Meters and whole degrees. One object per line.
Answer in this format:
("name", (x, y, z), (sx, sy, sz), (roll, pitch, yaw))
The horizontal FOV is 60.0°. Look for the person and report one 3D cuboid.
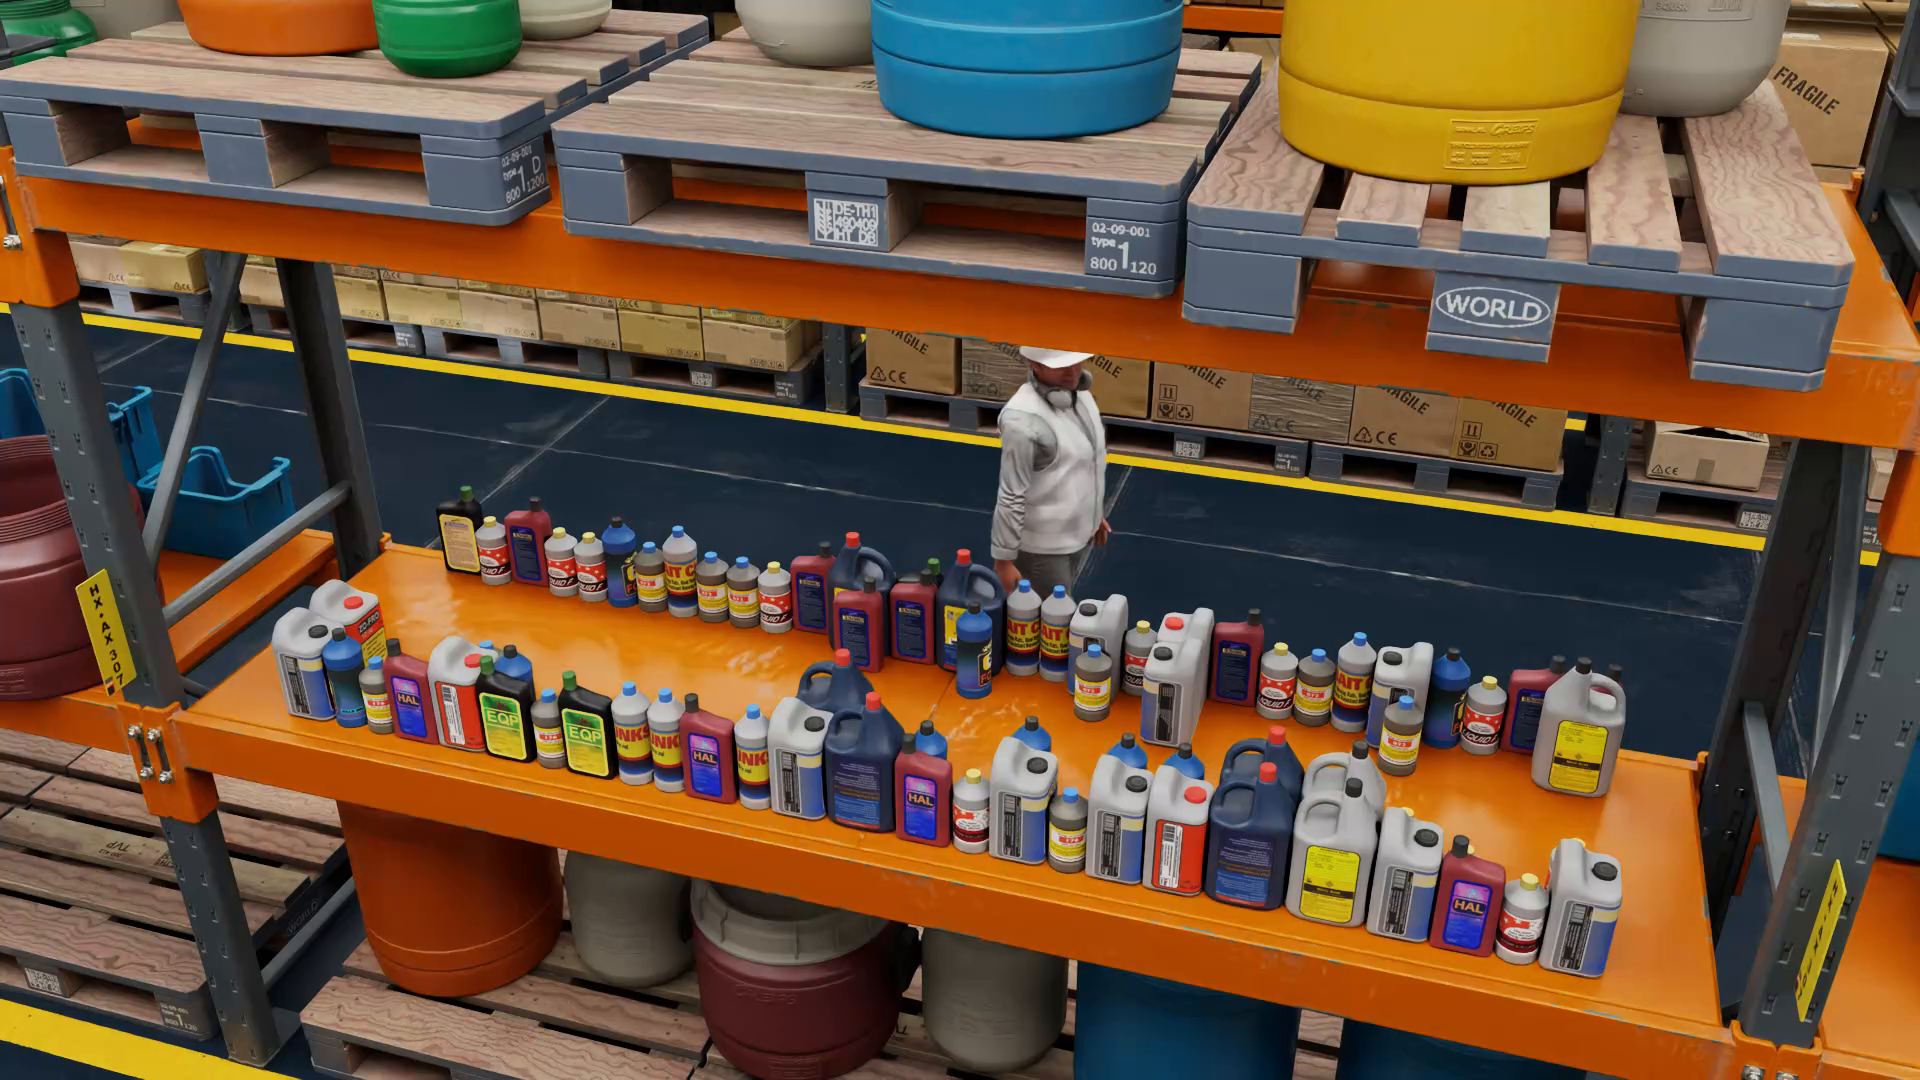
("person", (0.325, -0.021, 6.109), (0.583, 1.775, 0.639), (12, 31, 21))
